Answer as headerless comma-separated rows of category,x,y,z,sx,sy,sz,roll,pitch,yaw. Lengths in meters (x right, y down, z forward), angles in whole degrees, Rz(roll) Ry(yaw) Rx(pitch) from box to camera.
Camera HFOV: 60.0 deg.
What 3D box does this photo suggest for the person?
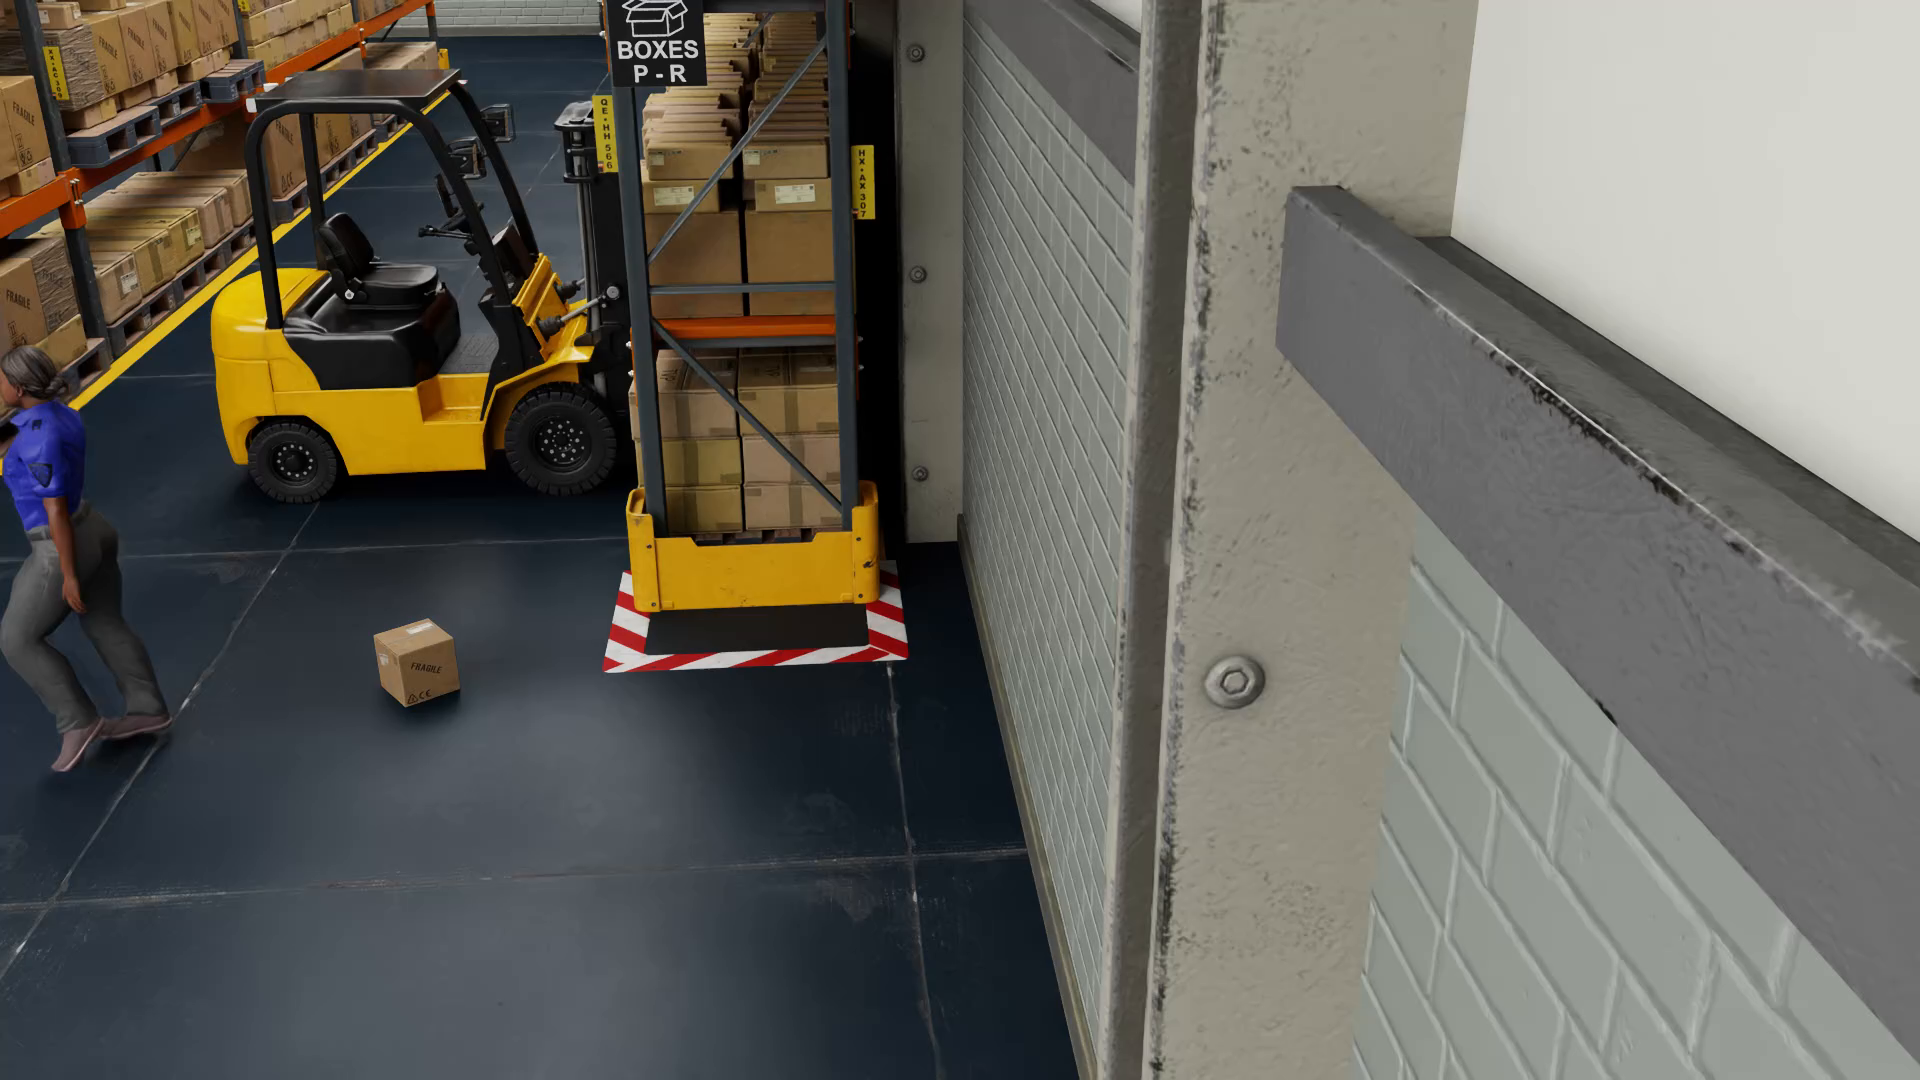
person,-3.467,0.083,6.446,0.496,1.723,0.497,-4,24,-8
